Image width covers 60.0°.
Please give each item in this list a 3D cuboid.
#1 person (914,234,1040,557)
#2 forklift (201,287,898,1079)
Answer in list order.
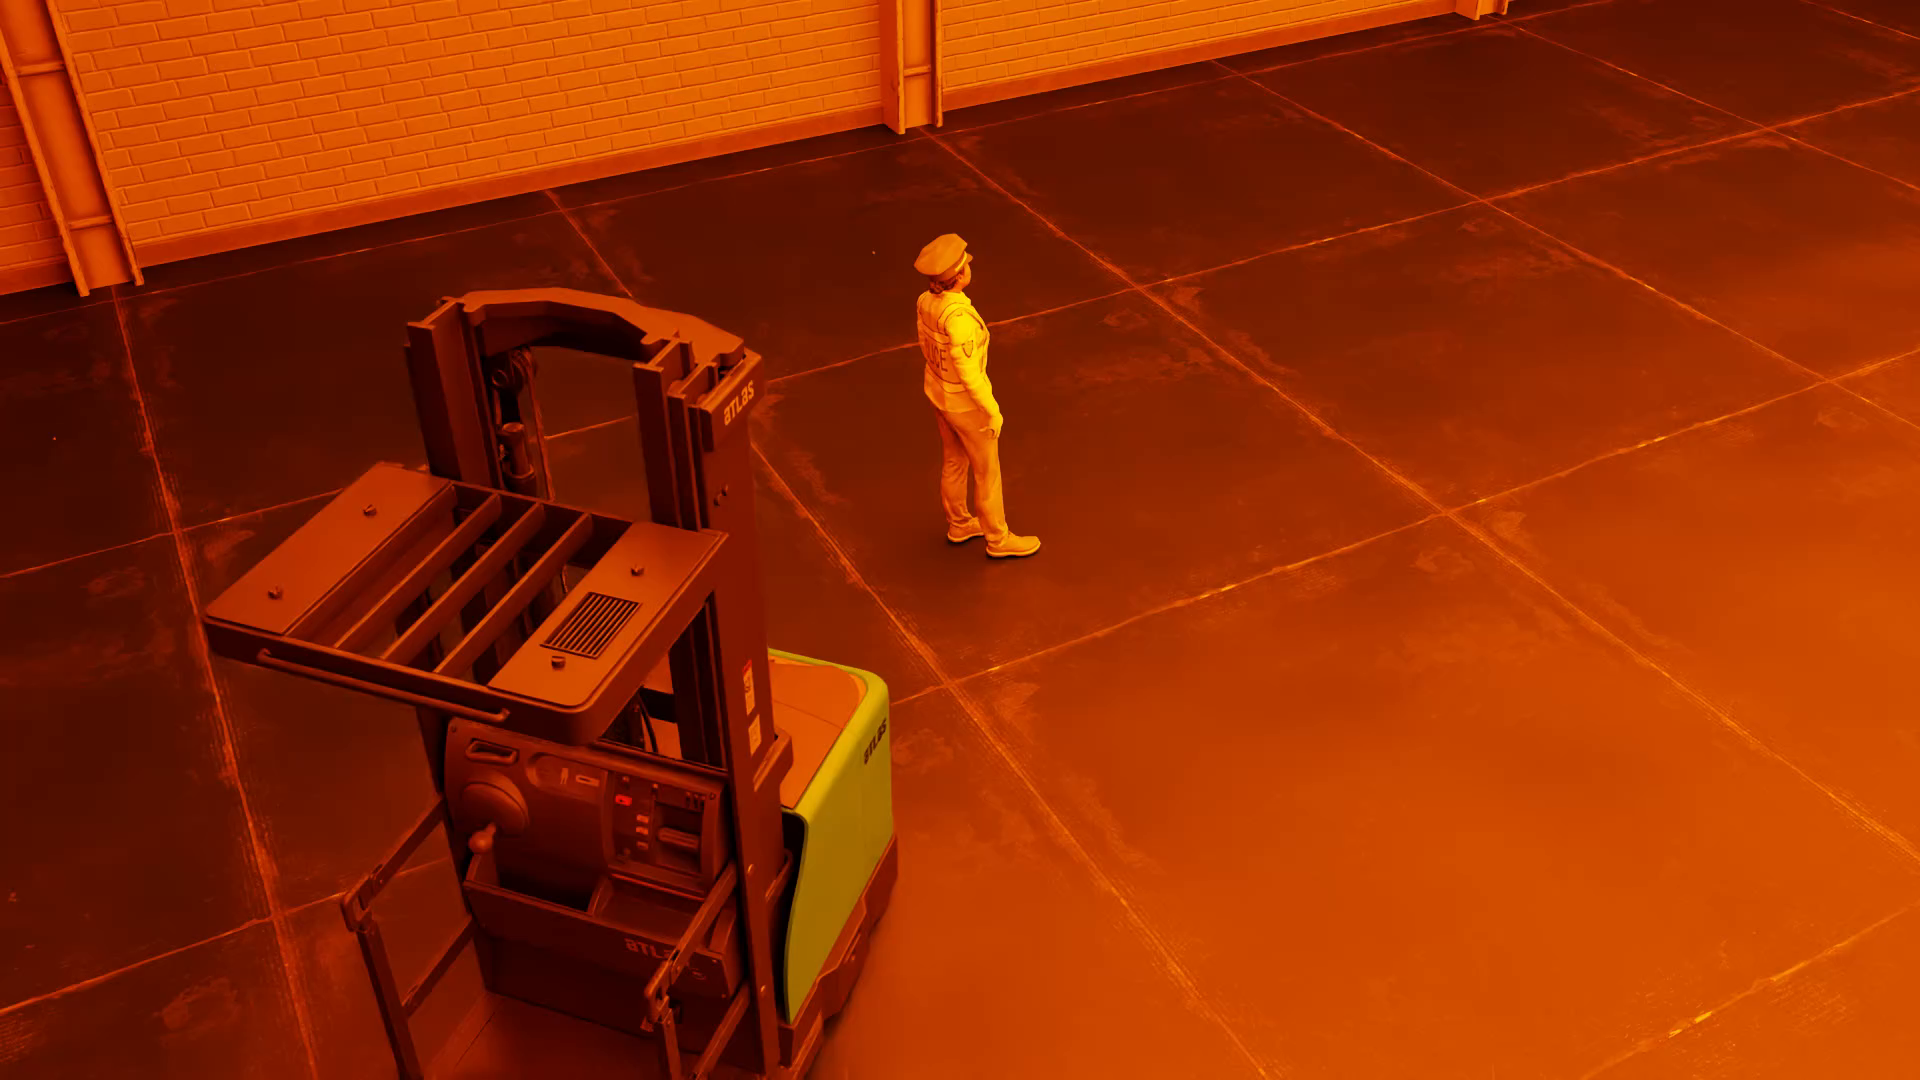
[{"bbox_3d":[0.064,-0.713,8.190,0.532,1.694,0.586,-17,39,-23],"label":"person"},{"bbox_3d":[-1.218,0.883,4.874,1.130,2.935,3.031,12,37,16],"label":"forklift"}]
